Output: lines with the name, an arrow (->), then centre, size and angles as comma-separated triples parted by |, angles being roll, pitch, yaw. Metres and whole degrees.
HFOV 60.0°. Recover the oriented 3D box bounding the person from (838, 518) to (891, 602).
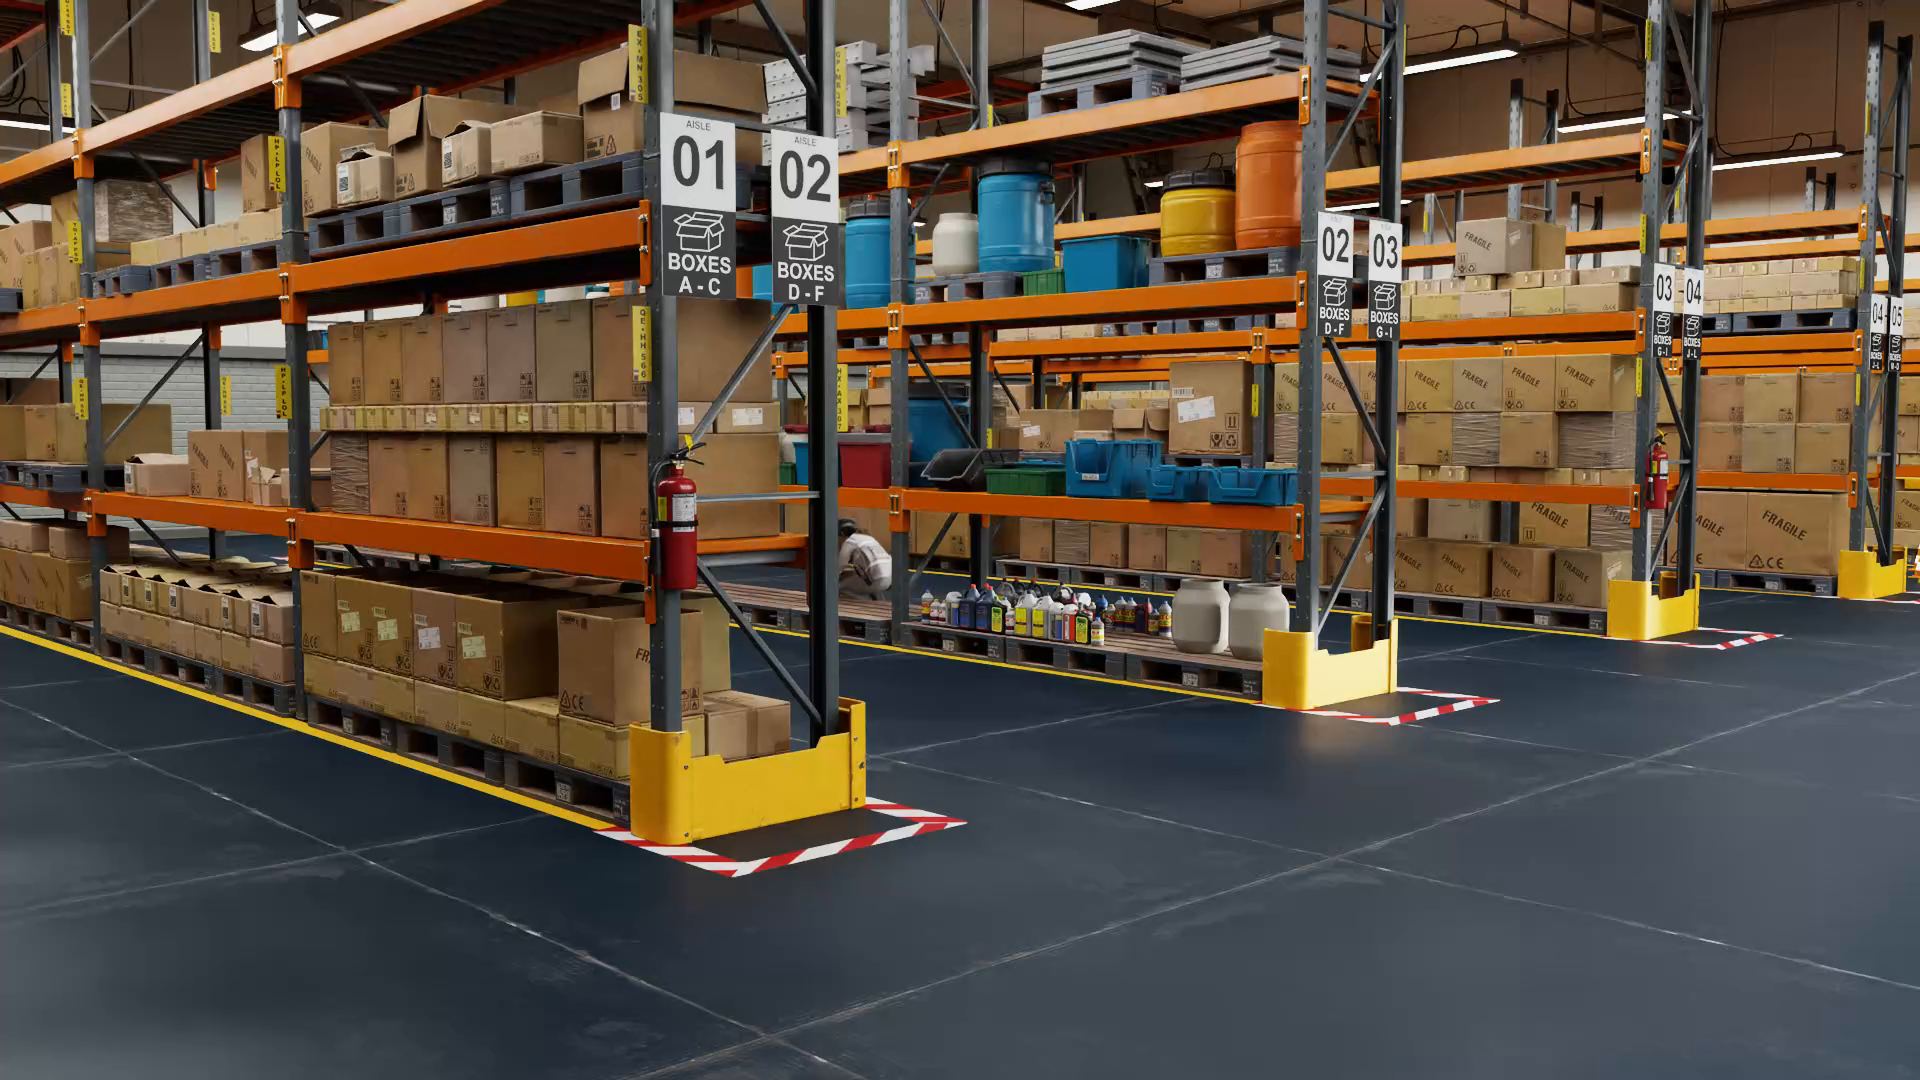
person -> -0.904, 0.276, 15.706 | 0.501, 0.964, 0.822 | -4, 6, -44
